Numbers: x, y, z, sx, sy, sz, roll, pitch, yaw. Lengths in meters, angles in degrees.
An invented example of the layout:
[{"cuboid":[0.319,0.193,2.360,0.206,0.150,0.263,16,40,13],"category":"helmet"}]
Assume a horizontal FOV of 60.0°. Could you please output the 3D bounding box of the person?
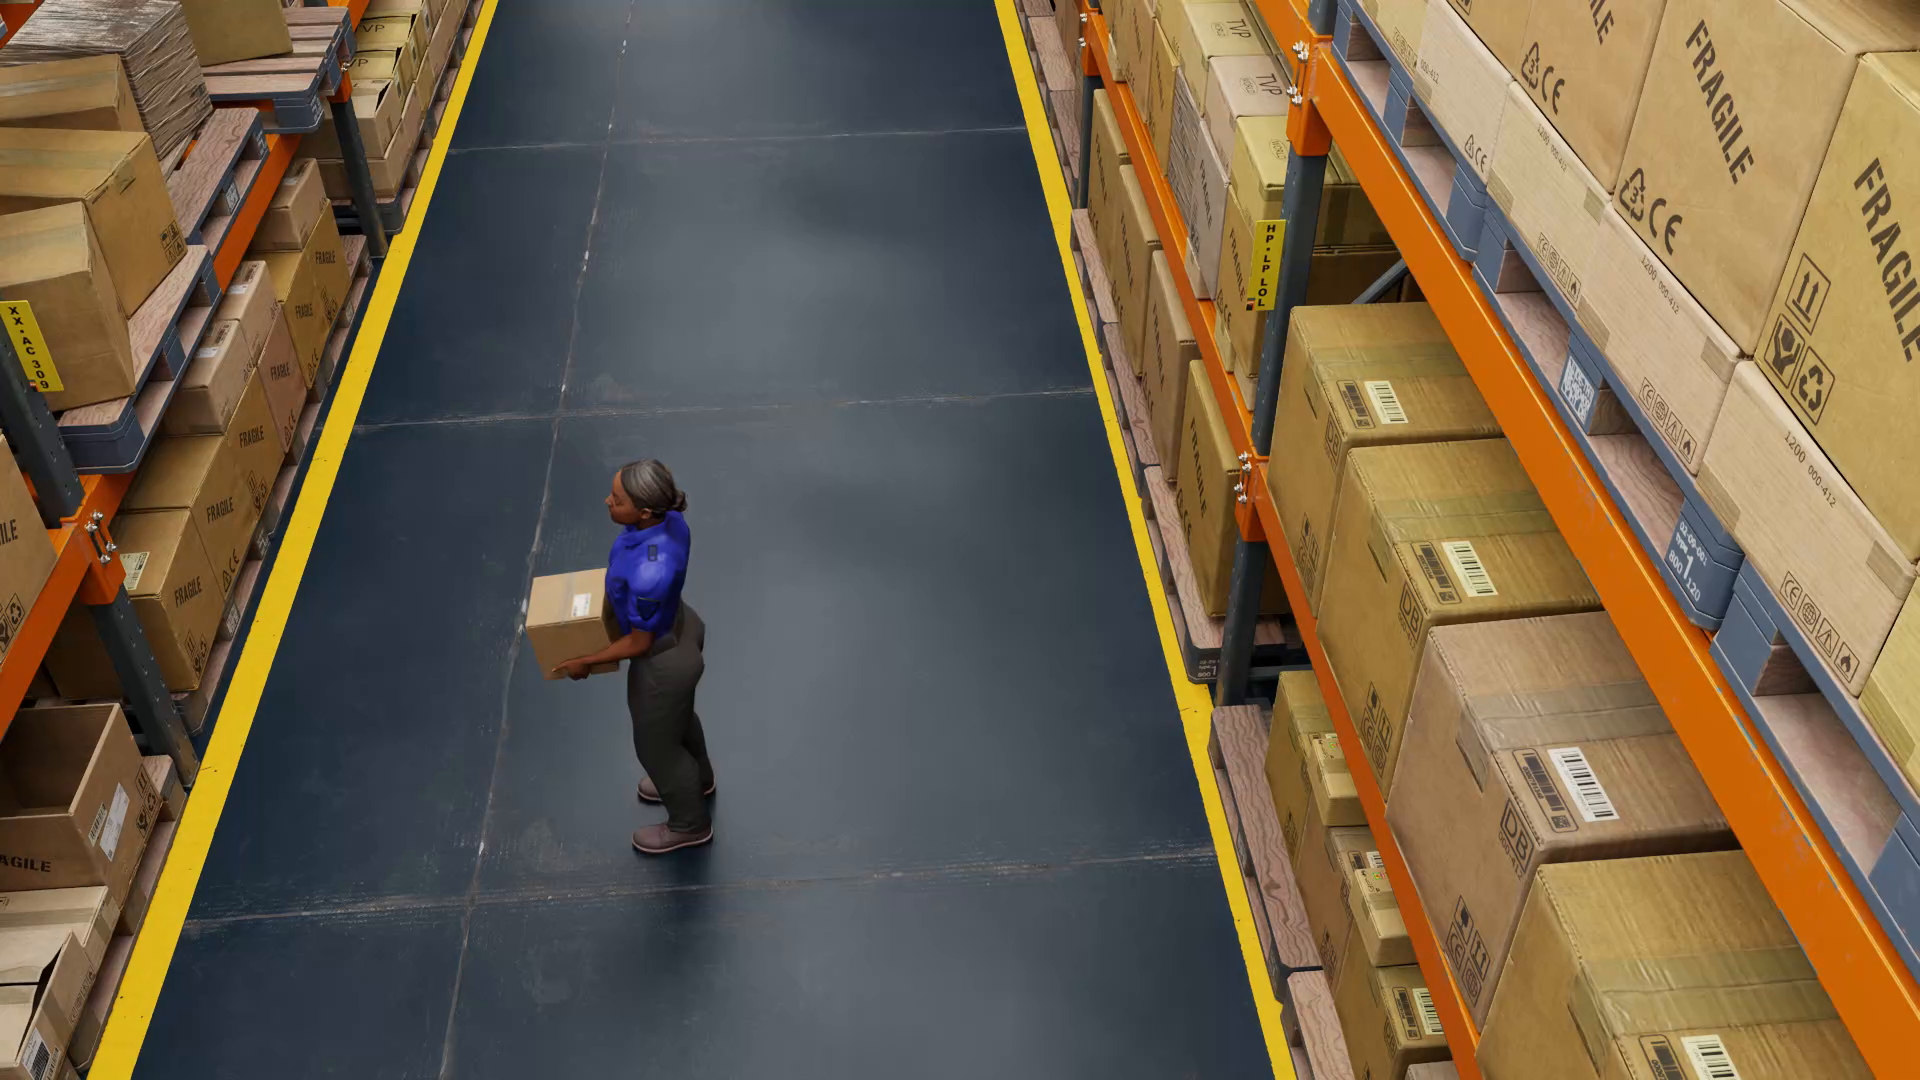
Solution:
[{"cuboid":[-1.047,0.398,5.673,0.346,1.656,0.531,-5,40,-6],"category":"person"}]
